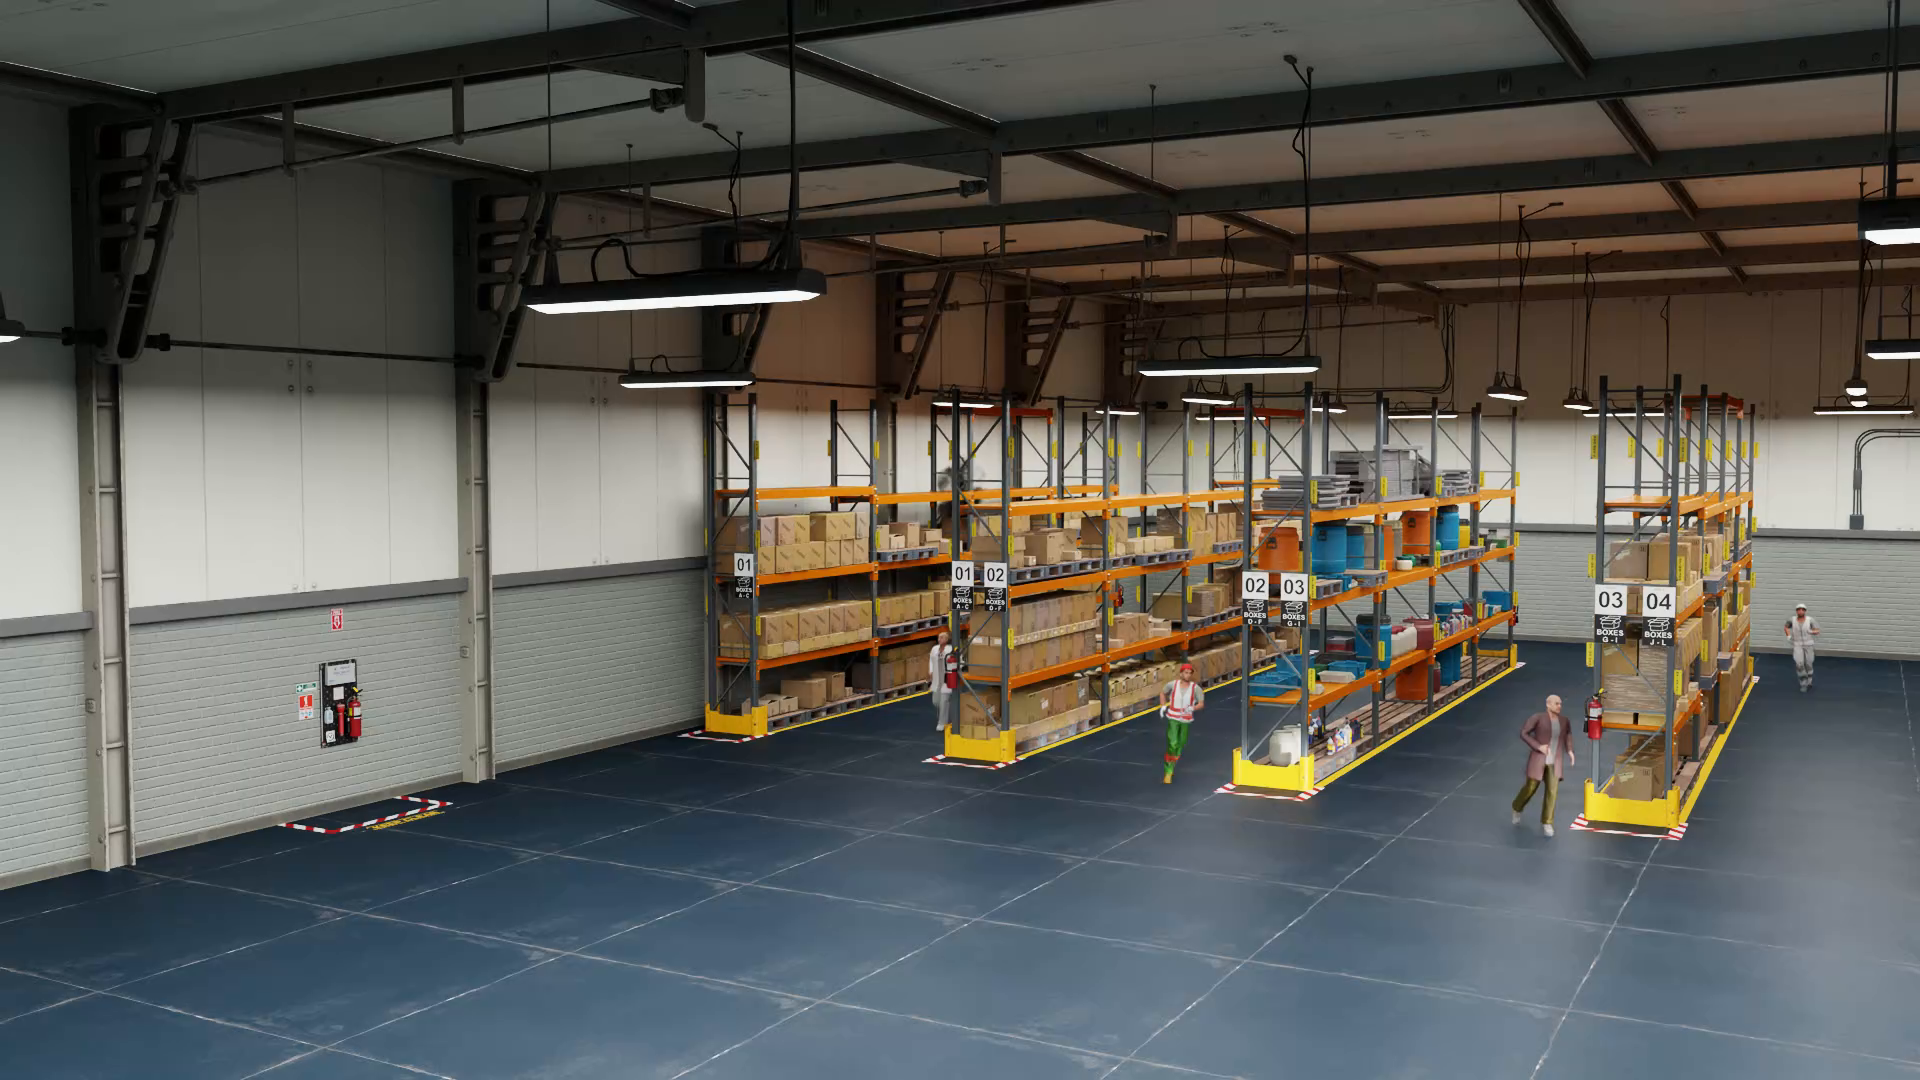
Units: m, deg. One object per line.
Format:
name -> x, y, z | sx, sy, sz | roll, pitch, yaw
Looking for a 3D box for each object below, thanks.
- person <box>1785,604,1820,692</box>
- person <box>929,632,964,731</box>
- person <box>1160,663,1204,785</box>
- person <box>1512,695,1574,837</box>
person -> 17.561, 2.246, 34.680 | 0.650, 1.847, 0.758 | 1, 3, 25
person -> -0.260, 2.523, 29.904 | 0.706, 1.752, 0.691 | 2, 3, 26
person -> 3.357, 2.766, 25.169 | 0.654, 1.818, 0.712 | 0, 3, -2
person -> 7.736, 2.975, 21.860 | 0.773, 1.668, 0.968 | 0, 3, -5
